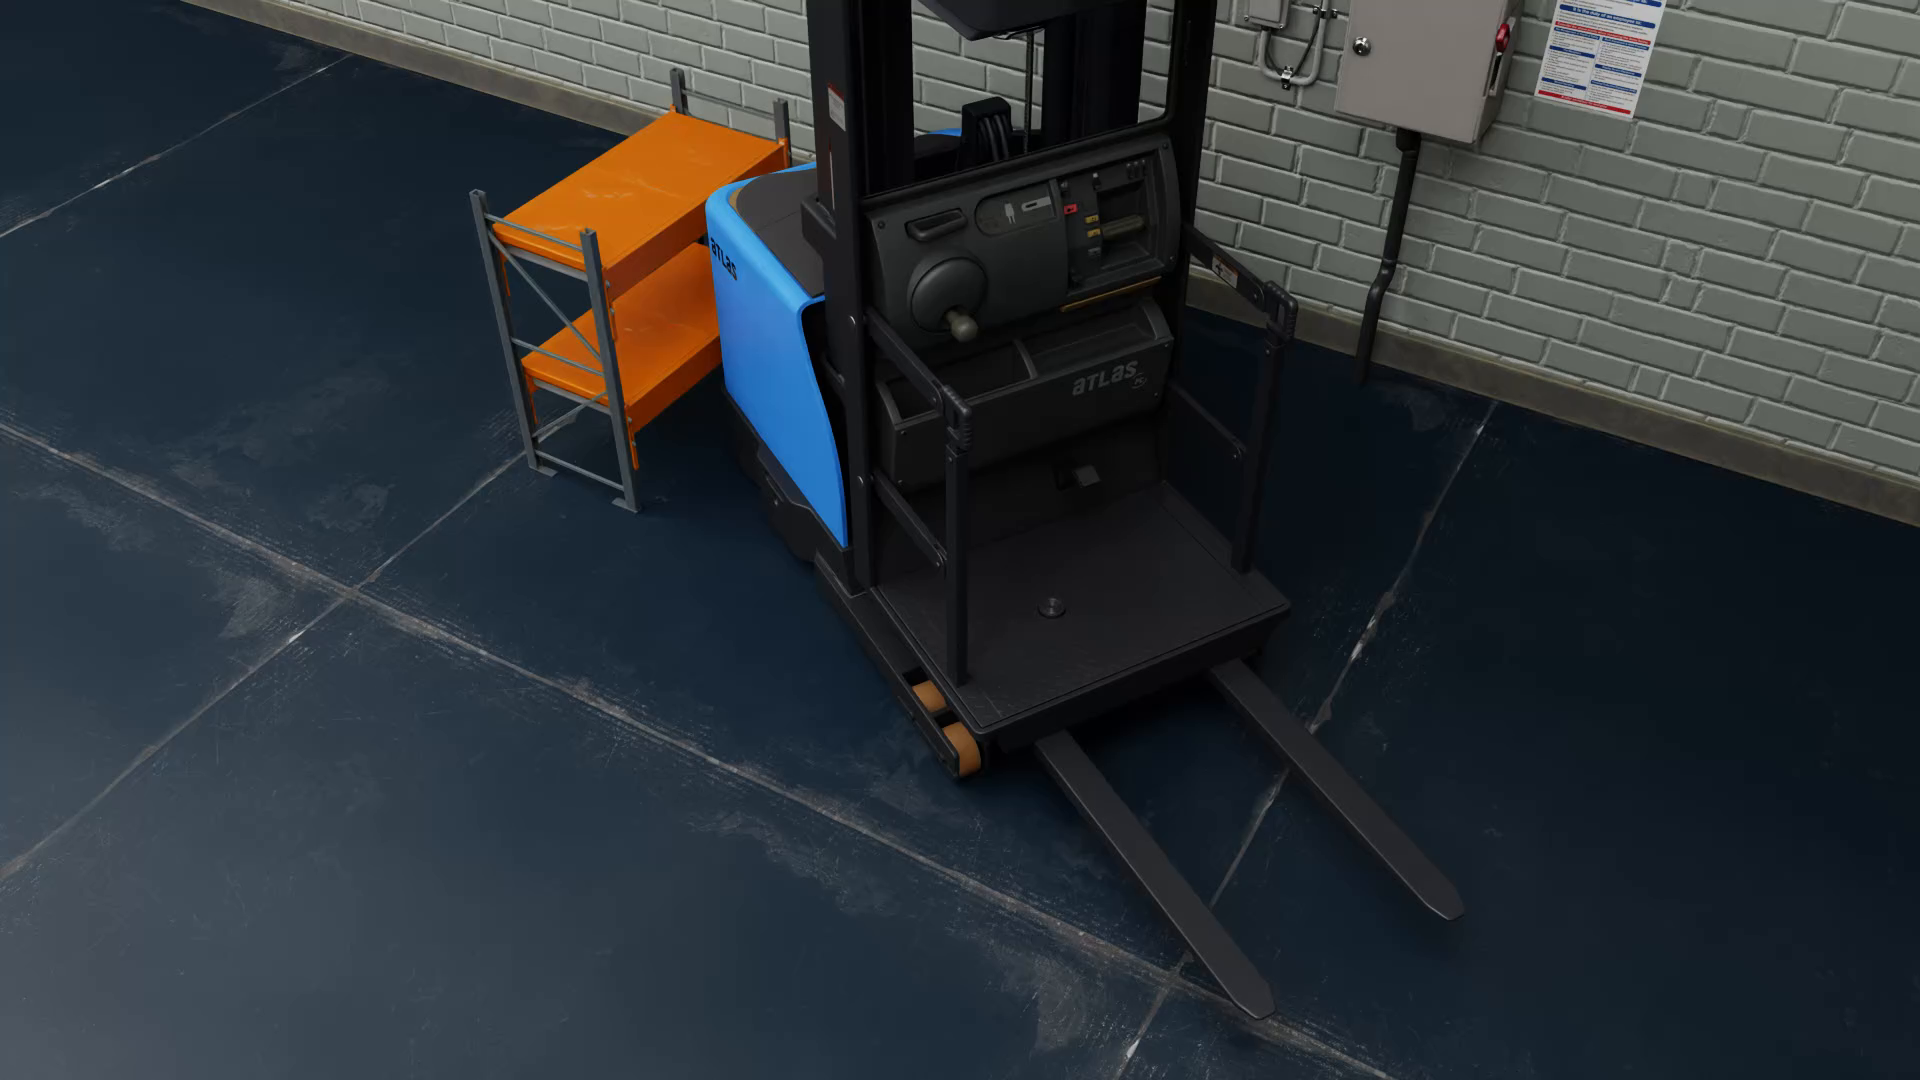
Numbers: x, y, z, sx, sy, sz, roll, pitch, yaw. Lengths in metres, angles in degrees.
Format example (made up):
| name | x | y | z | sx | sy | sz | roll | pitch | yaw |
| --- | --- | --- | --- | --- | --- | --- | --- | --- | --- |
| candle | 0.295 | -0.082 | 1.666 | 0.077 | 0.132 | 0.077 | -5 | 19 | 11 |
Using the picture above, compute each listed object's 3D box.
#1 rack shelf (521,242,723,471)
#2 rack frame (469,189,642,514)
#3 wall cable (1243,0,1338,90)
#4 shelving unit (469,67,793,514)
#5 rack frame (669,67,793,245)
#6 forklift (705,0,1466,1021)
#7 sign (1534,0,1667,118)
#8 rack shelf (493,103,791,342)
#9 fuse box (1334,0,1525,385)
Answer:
| name | x | y | z | sx | sy | sz | roll | pitch | yaw |
| --- | --- | --- | --- | --- | --- | --- | --- | --- | --- |
| rack shelf | -1.083 | -0.713 | 6.078 | 0.538 | 0.278 | 1.000 | 22 | 46 | 23 |
| rack frame | -1.345 | -0.609 | 5.590 | 0.500 | 1.125 | 0.032 | 22 | 46 | 23 |
| wall cable | 1.044 | -2.414 | 5.453 | 0.588 | 1.984 | 0.122 | 21 | 45 | 22 |
| shelving unit | -1.083 | -0.896 | 5.917 | 0.538 | 1.125 | 1.048 | 22 | 46 | 23 |
| rack frame | -0.821 | -1.184 | 6.244 | 0.500 | 1.125 | 0.032 | 22 | 46 | 23 |
| forklift | 0.298 | -0.739 | 4.371 | 1.130 | 2.935 | 3.031 | -20 | 45 | -21 |
| sign | 2.087 | -1.637 | 5.411 | 0.329 | 0.494 | 0.001 | 21 | 45 | 22 |
| rack shelf | -1.083 | -1.116 | 5.723 | 0.538 | 0.278 | 1.000 | 22 | 46 | 23 |
| fuse box | 1.555 | -1.234 | 5.856 | 0.539 | 1.711 | 0.414 | 21 | 45 | 22 |
